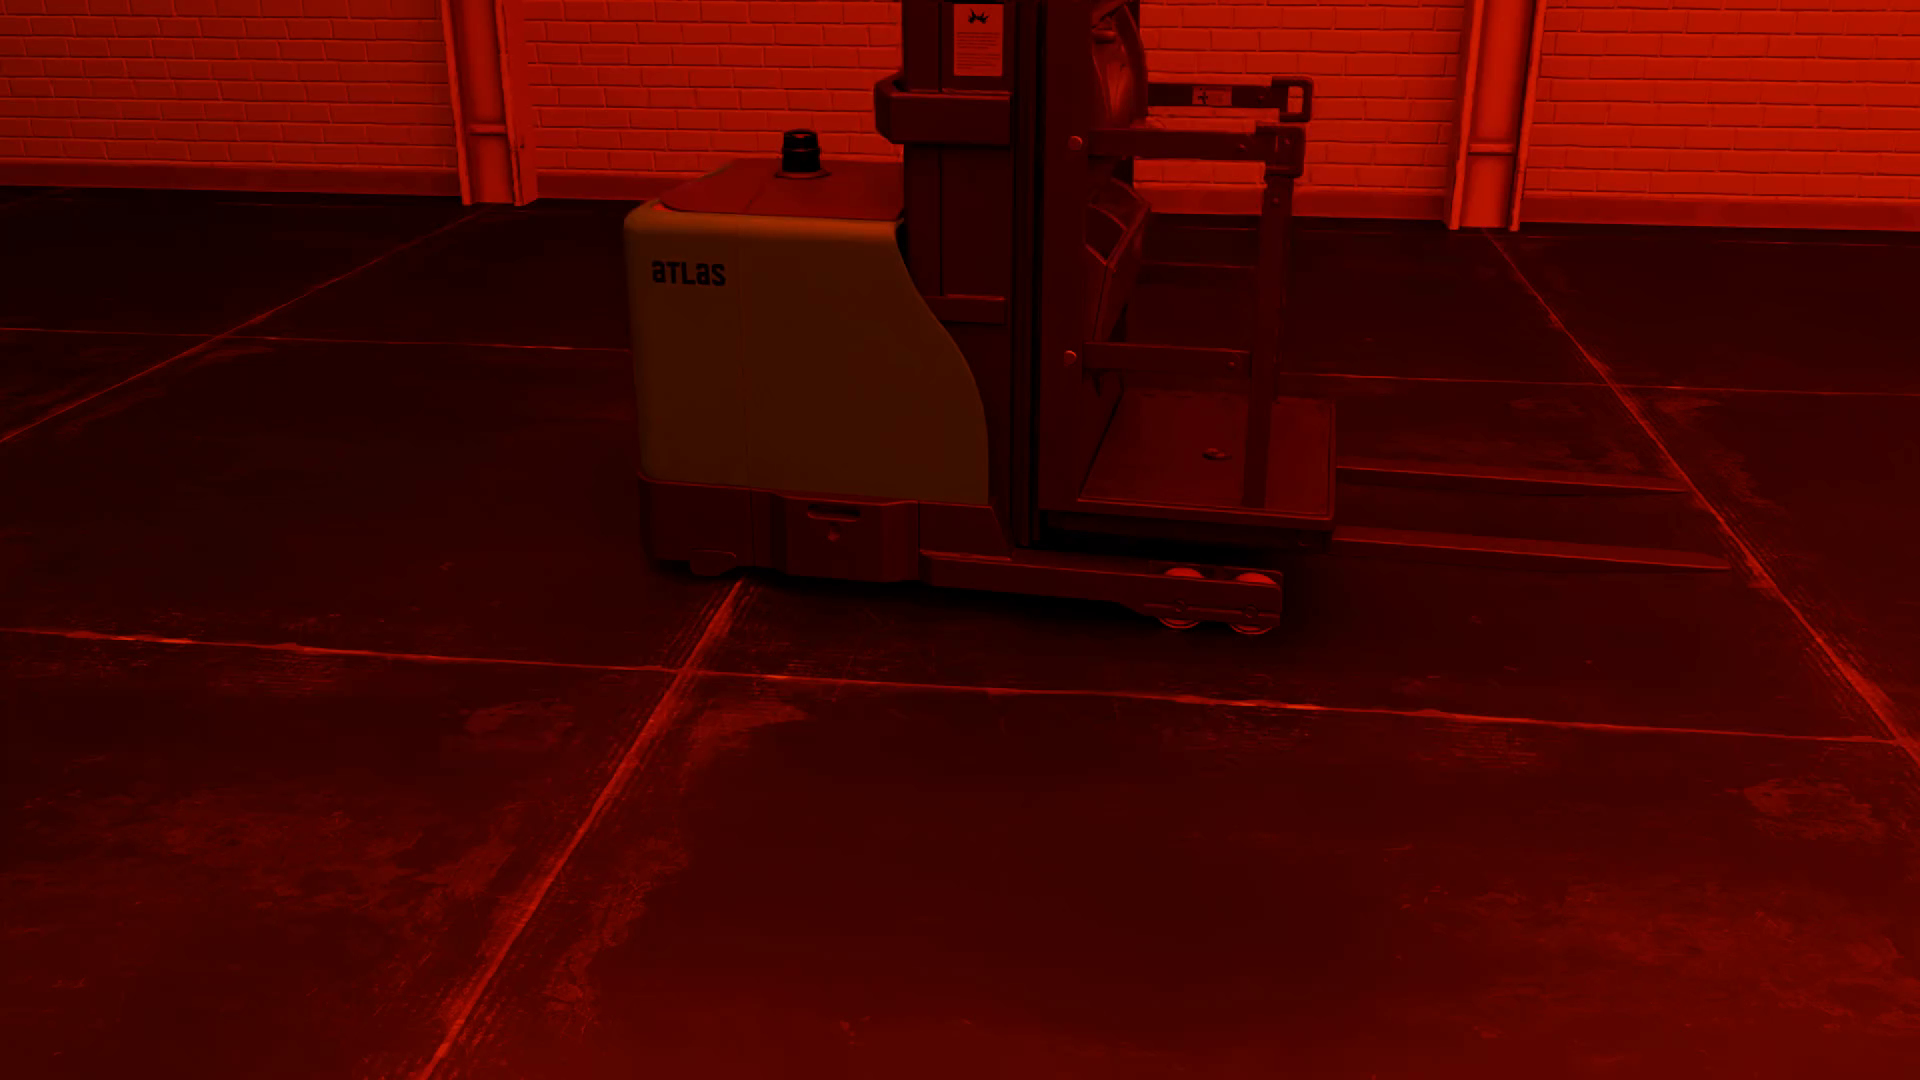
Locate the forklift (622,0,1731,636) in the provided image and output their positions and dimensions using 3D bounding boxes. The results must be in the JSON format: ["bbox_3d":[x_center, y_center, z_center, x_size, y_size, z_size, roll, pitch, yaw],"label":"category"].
[{"bbox_3d":[0.627,-1.317,4.524,3.031,2.935,1.130,5,22,11],"label":"forklift"}]
